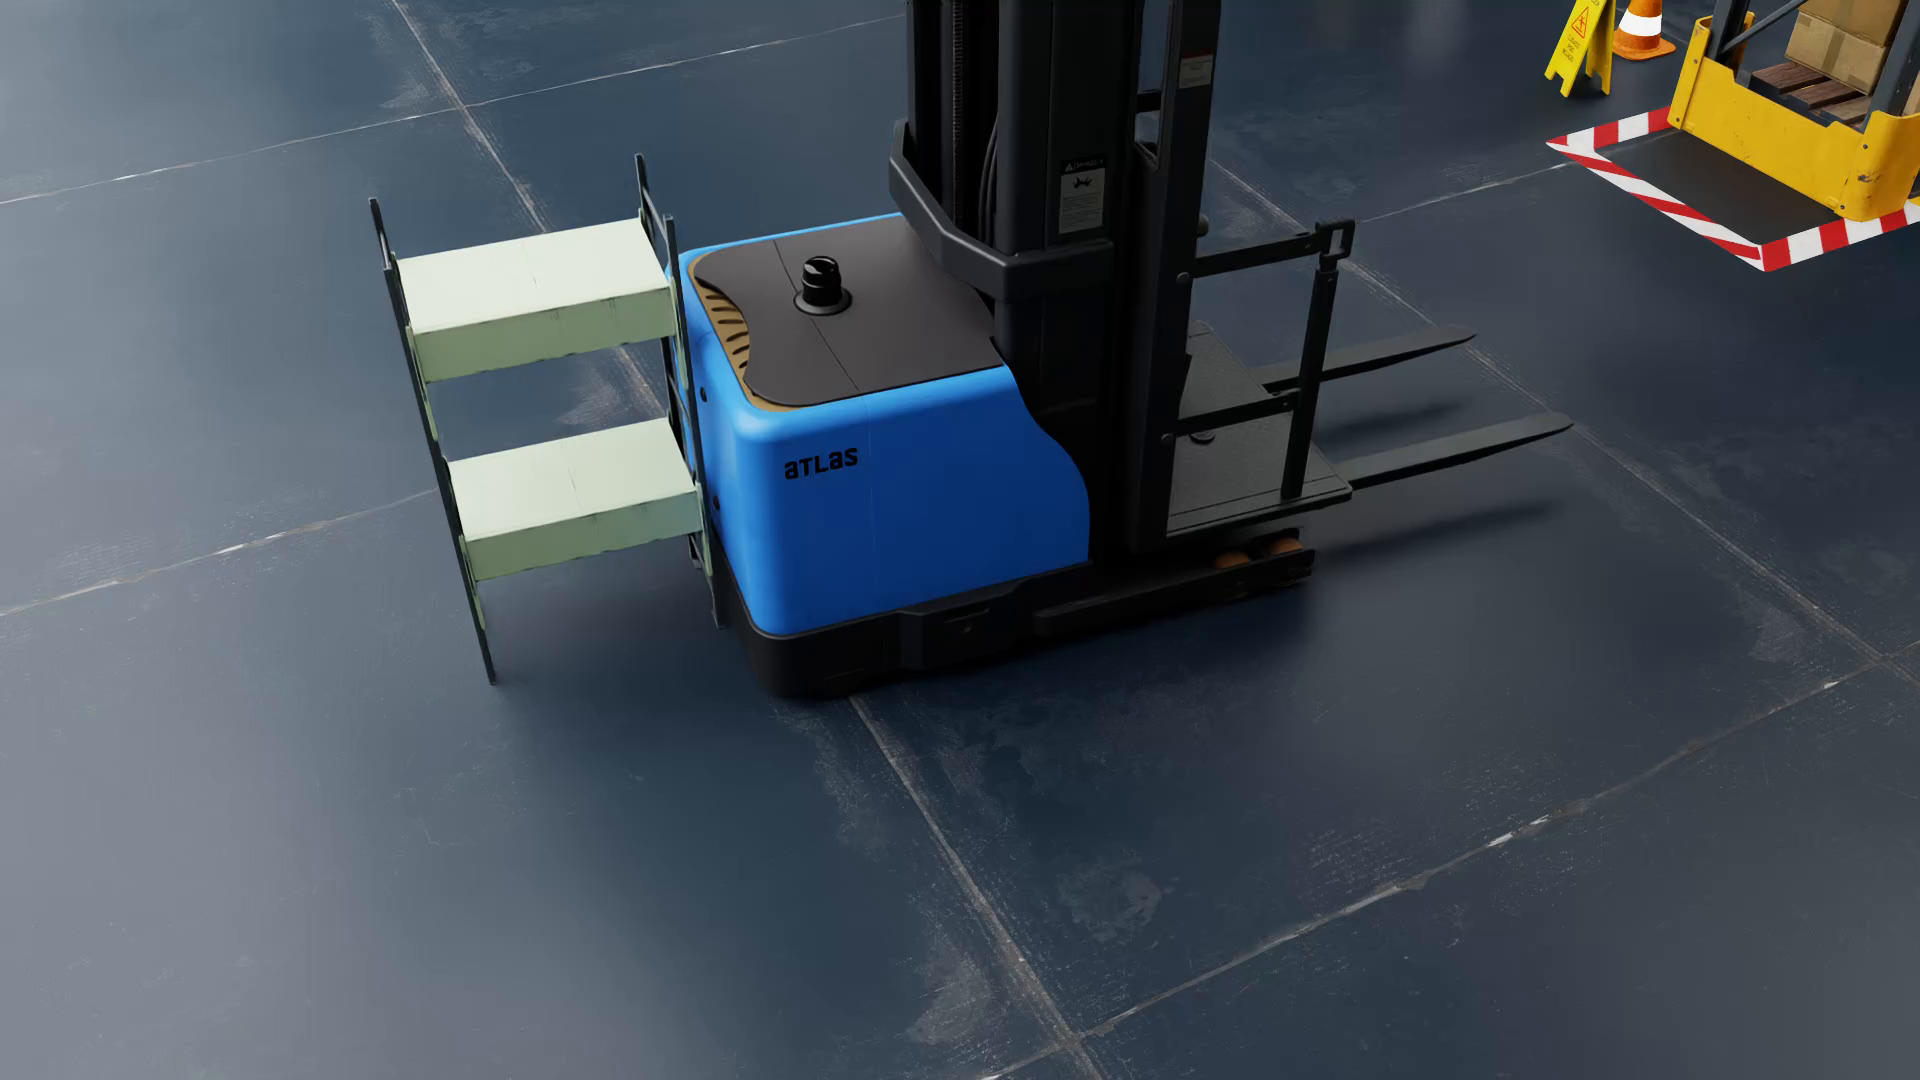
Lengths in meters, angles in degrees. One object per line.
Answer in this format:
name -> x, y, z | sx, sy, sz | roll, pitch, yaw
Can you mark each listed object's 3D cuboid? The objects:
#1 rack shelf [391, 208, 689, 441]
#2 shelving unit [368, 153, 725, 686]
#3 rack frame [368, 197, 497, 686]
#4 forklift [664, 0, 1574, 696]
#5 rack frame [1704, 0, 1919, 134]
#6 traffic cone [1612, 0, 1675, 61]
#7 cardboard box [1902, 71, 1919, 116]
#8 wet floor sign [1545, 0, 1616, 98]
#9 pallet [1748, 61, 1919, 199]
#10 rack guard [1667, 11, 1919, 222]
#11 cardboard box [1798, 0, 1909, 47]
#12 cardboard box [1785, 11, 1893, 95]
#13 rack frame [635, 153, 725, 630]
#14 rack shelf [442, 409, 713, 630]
rack shelf -> -1.188, -0.619, 4.717 | 0.720, 0.370, 0.431 | -13, 42, -15
shelving unit -> -1.188, -0.321, 4.969 | 0.755, 1.500, 0.431 | -13, 42, -15
rack frame -> -1.531, -0.239, 4.872 | 0.023, 1.500, 0.400 | -13, 42, -15
forklift -> 0.646, -1.226, 4.930 | 3.031, 2.935, 1.130 | -13, 42, -15
rack frame -> 3.813, -2.914, 6.870 | 0.127, 3.000, 1.000 | -19, 44, -21
traffic cone -> 3.598, -2.813, 8.715 | 0.334, 0.463, 0.336 | -19, 44, -21
cardboard box -> 4.656, -2.107, 7.720 | 0.500, 0.250, 0.500 | -19, 44, -21
wet floor sign -> 3.150, -2.572, 8.288 | 0.232, 0.644, 0.267 | -5, 40, -6
pallet -> 4.617, -2.094, 8.061 | 1.213, 0.211, 1.003 | -19, 44, -21
rack guard -> 3.880, -1.982, 7.705 | 0.348, 0.500, 1.175 | -19, 44, -21
cardboard box -> 4.403, -2.699, 7.840 | 0.500, 0.500, 0.500 | -18, 44, -20
cardboard box -> 4.427, -2.427, 8.099 | 0.500, 0.250, 0.500 | -19, 44, -21
rack frame -> -0.845, -0.404, 5.066 | 0.023, 1.500, 0.400 | -13, 42, -15
rack shelf -> -1.188, -0.073, 5.180 | 0.720, 0.370, 0.431 | -13, 42, -15
